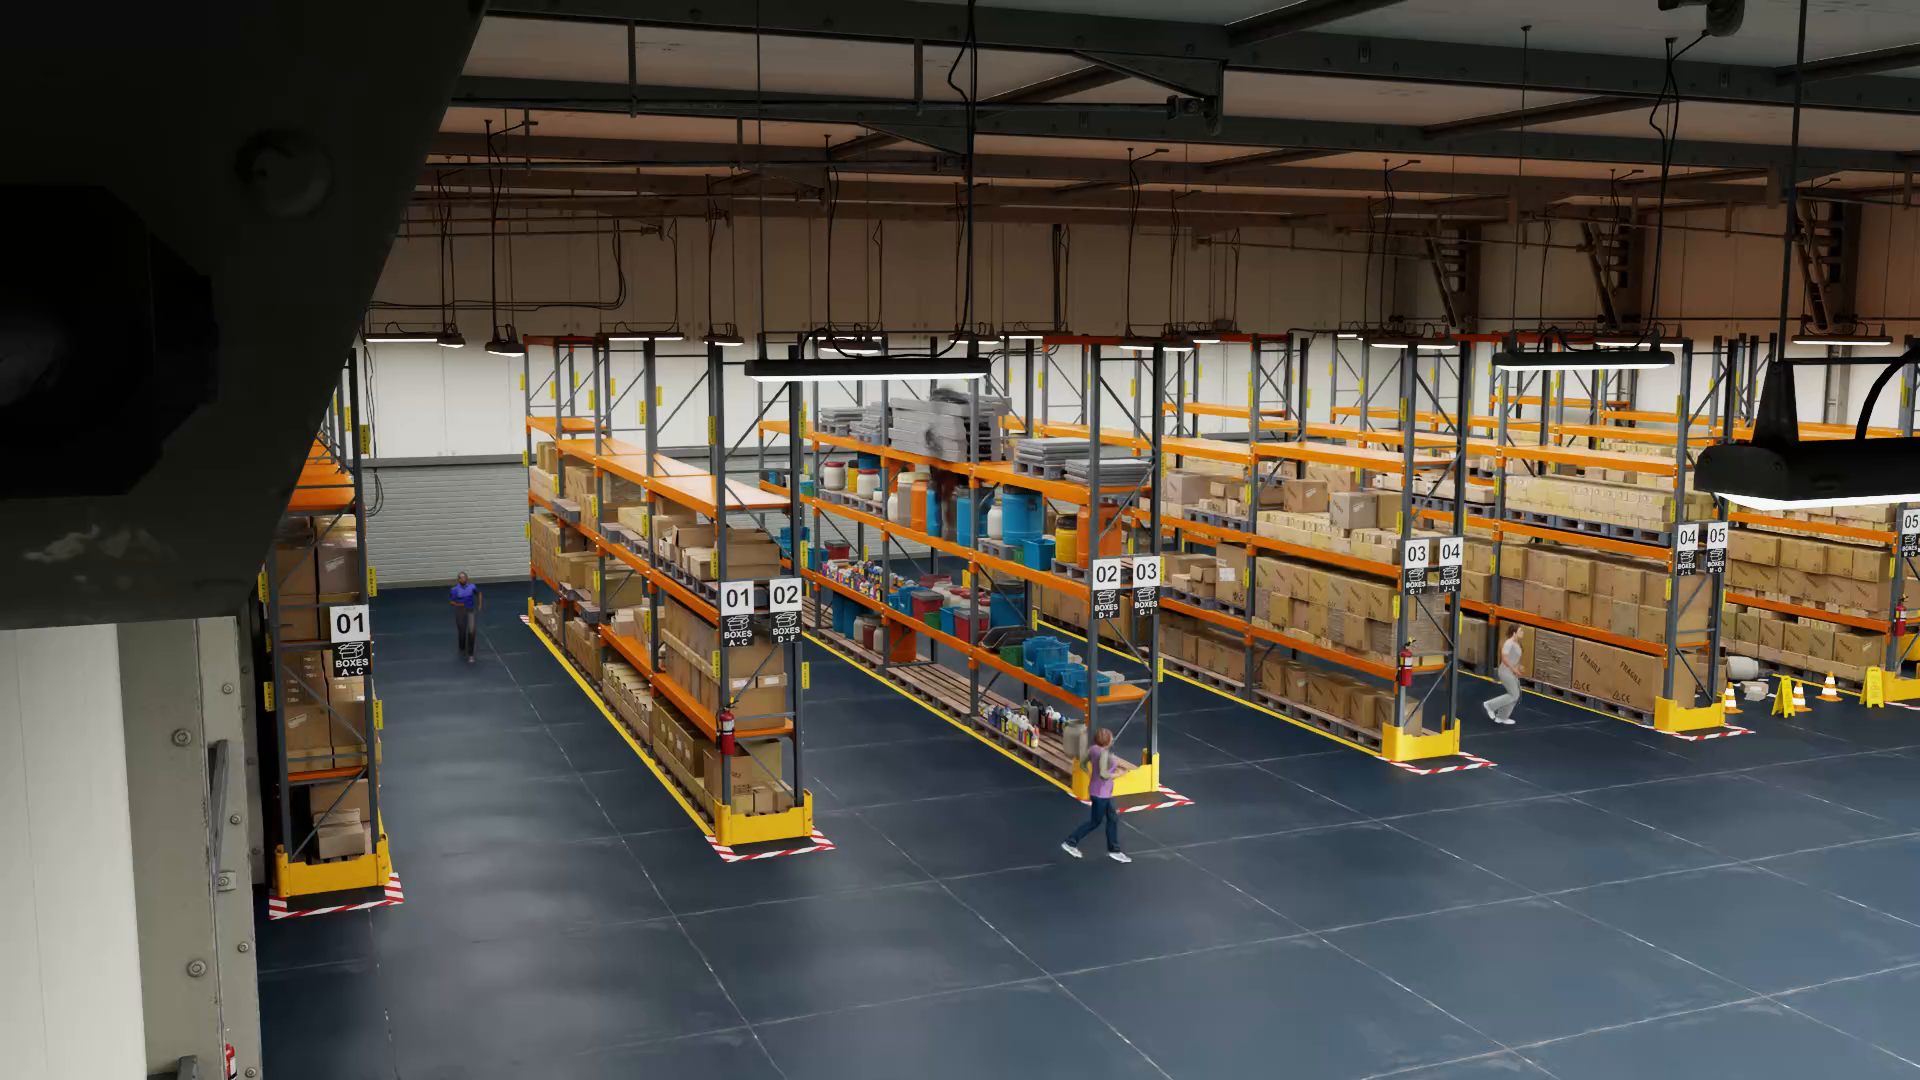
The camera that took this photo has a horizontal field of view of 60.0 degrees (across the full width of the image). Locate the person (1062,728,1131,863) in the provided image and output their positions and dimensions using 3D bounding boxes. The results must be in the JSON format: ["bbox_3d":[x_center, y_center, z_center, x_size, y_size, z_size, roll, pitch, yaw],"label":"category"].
[{"bbox_3d":[1.599,2.981,19.308,0.816,1.619,0.522,0,8,-3],"label":"person"}]

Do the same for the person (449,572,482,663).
[{"bbox_3d":[-9.189,1.427,30.945,0.581,1.694,0.765,-2,8,-17],"label":"person"}]

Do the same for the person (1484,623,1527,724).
[{"bbox_3d":[8.547,2.088,26.070,0.580,1.602,0.557,4,9,30],"label":"person"}]
